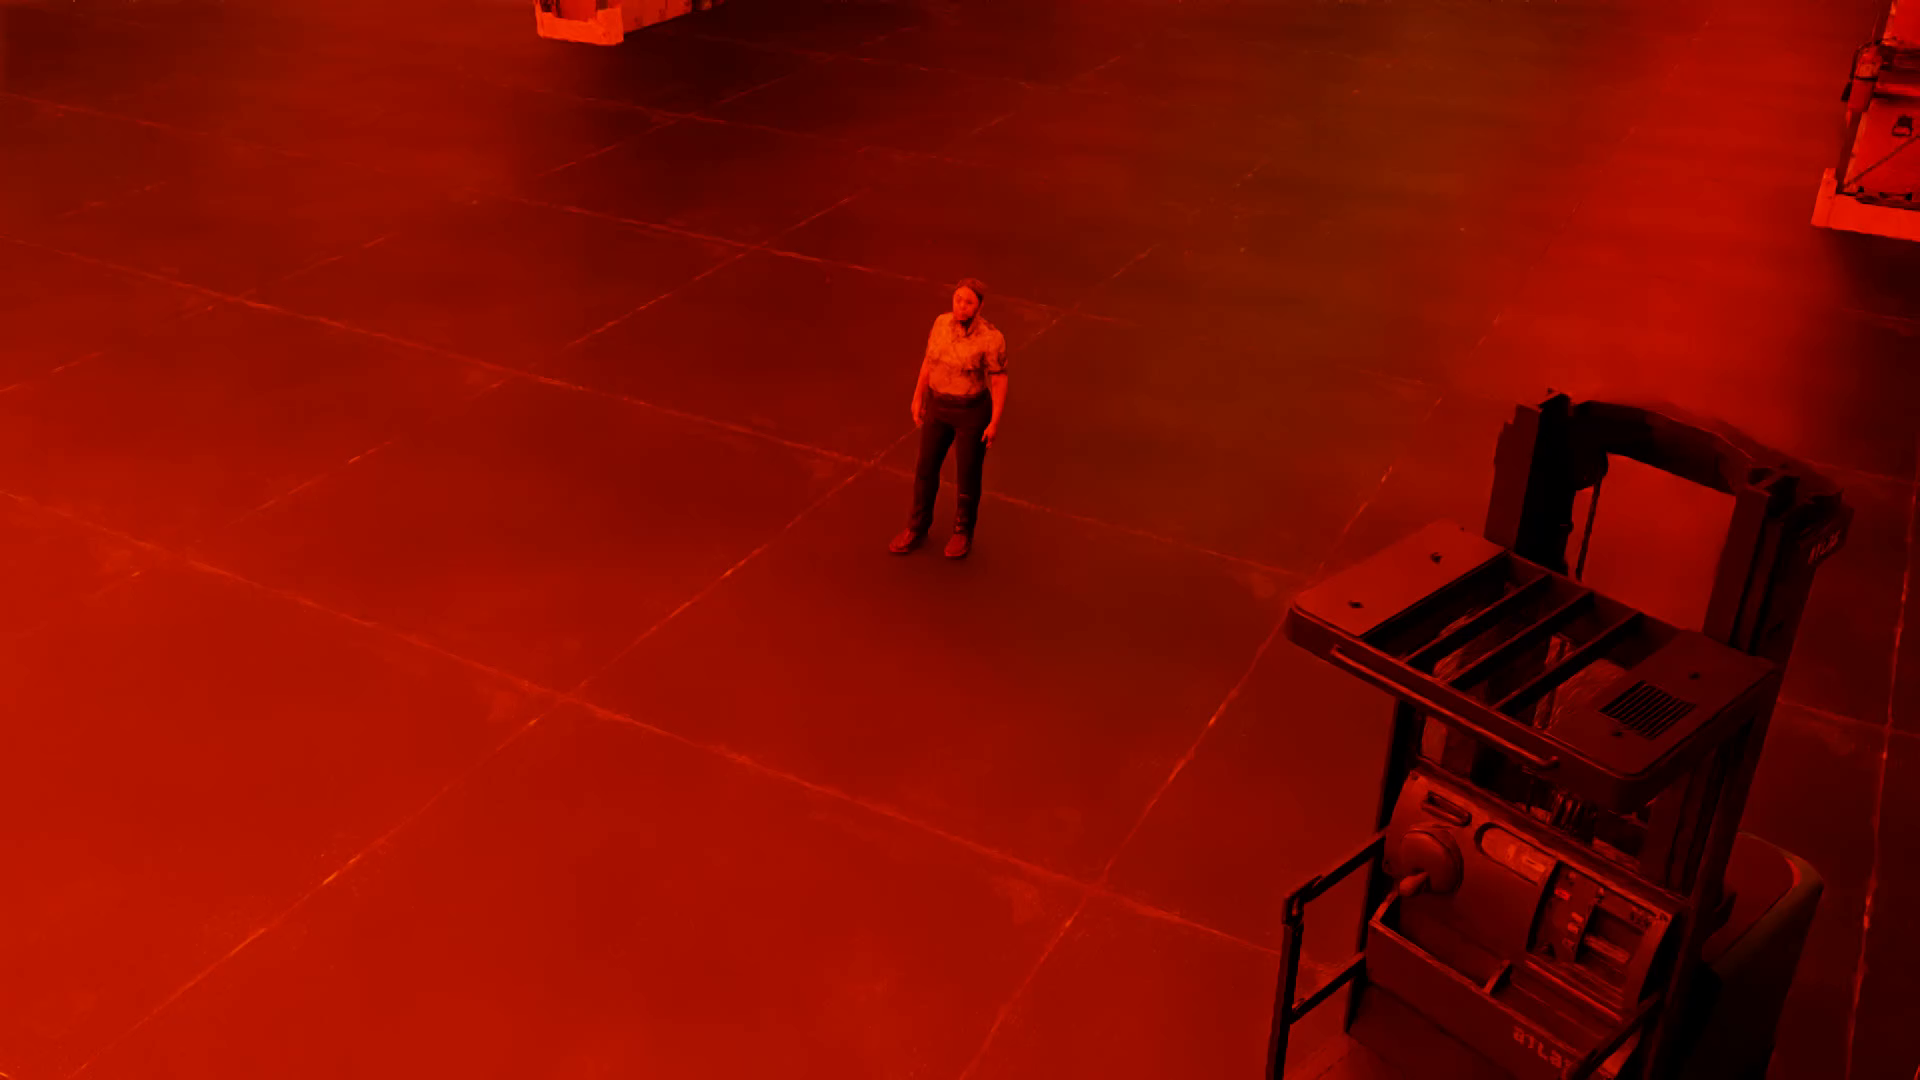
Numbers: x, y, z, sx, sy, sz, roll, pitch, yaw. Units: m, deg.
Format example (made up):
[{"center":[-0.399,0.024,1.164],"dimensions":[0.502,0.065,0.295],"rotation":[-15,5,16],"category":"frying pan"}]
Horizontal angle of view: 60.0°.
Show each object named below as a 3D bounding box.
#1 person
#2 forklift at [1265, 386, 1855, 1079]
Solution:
[{"center":[-0.063,-0.686,9.529],"dimensions":[0.599,1.650,0.502],"rotation":[15,33,25],"category":"person"},{"center":[1.615,1.122,5.127],"dimensions":[3.031,2.935,1.130],"rotation":[-24,37,-35],"category":"forklift"}]
